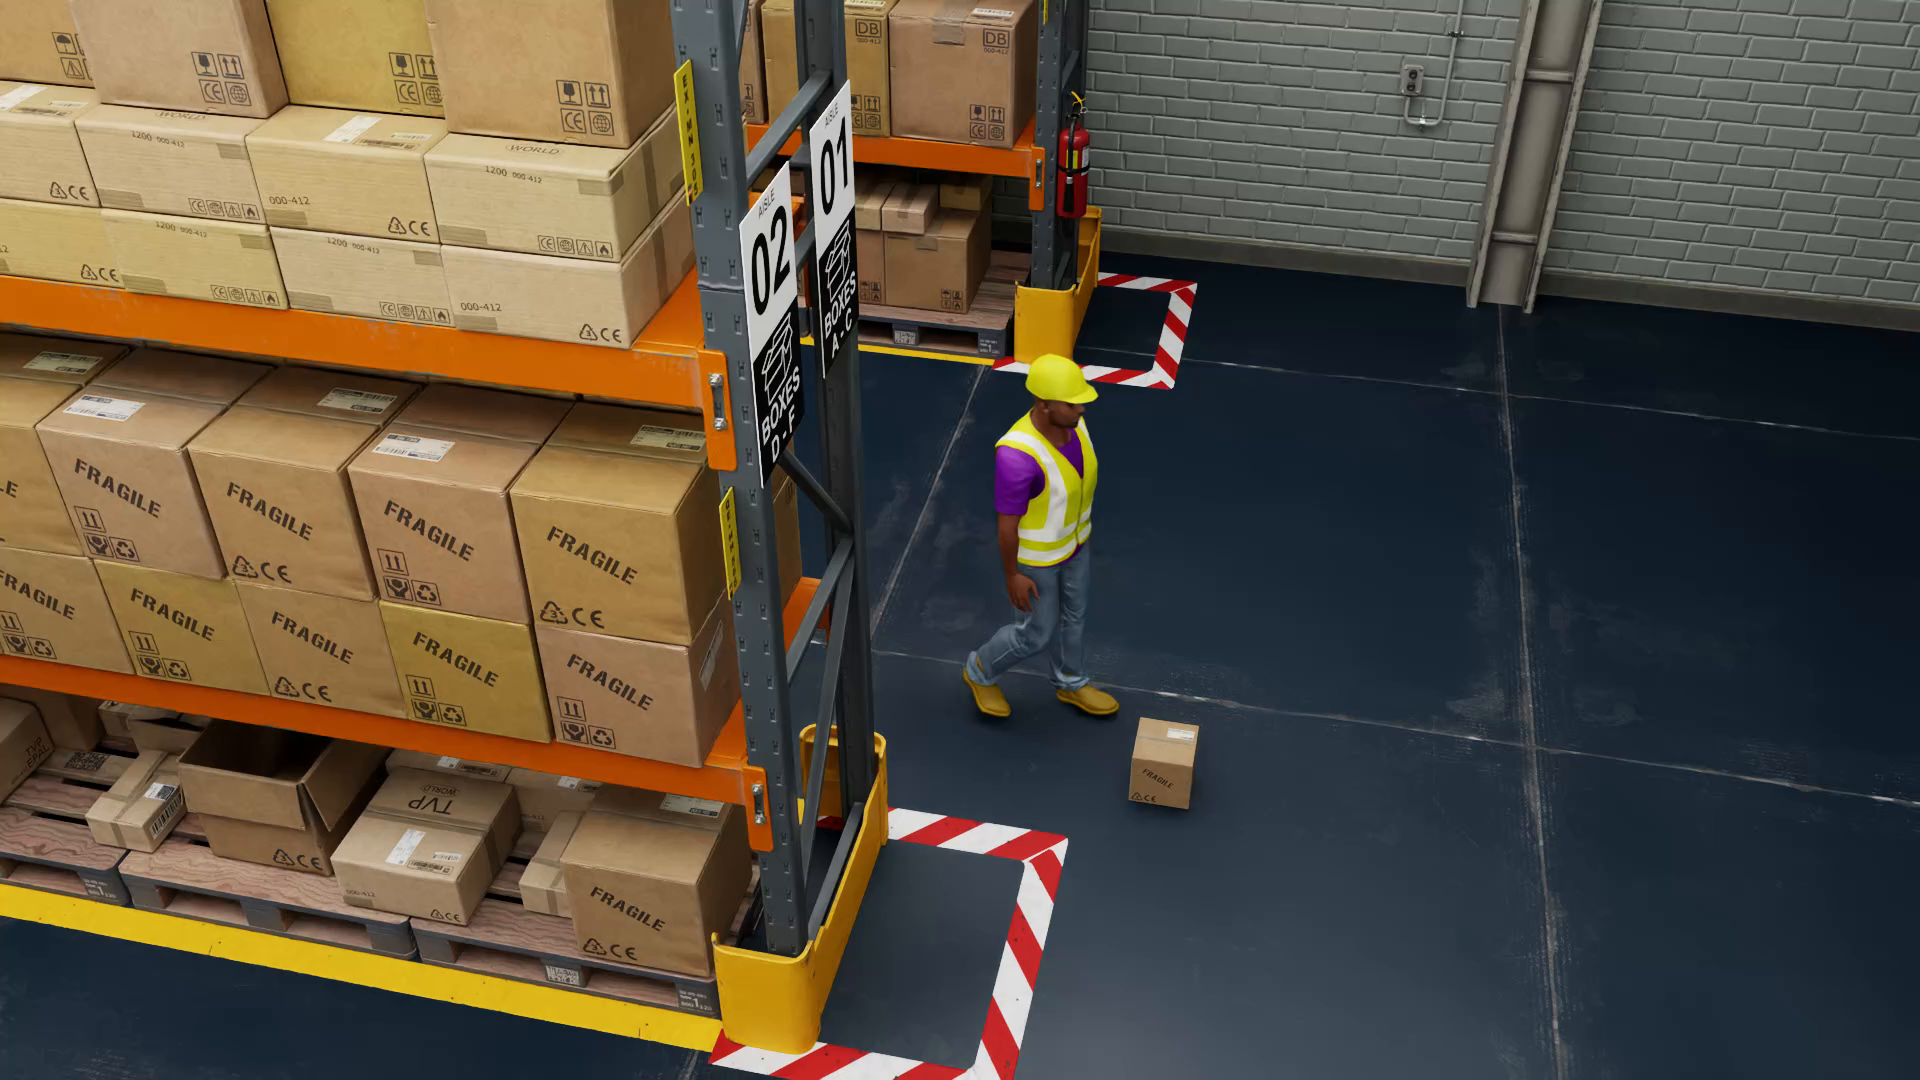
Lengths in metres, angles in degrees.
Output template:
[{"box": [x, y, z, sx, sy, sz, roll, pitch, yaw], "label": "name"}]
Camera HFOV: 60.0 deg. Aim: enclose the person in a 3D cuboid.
[{"box": [0.364, 0.020, 6.912, 0.665, 1.767, 0.594, 22, 42, 27], "label": "person"}]
